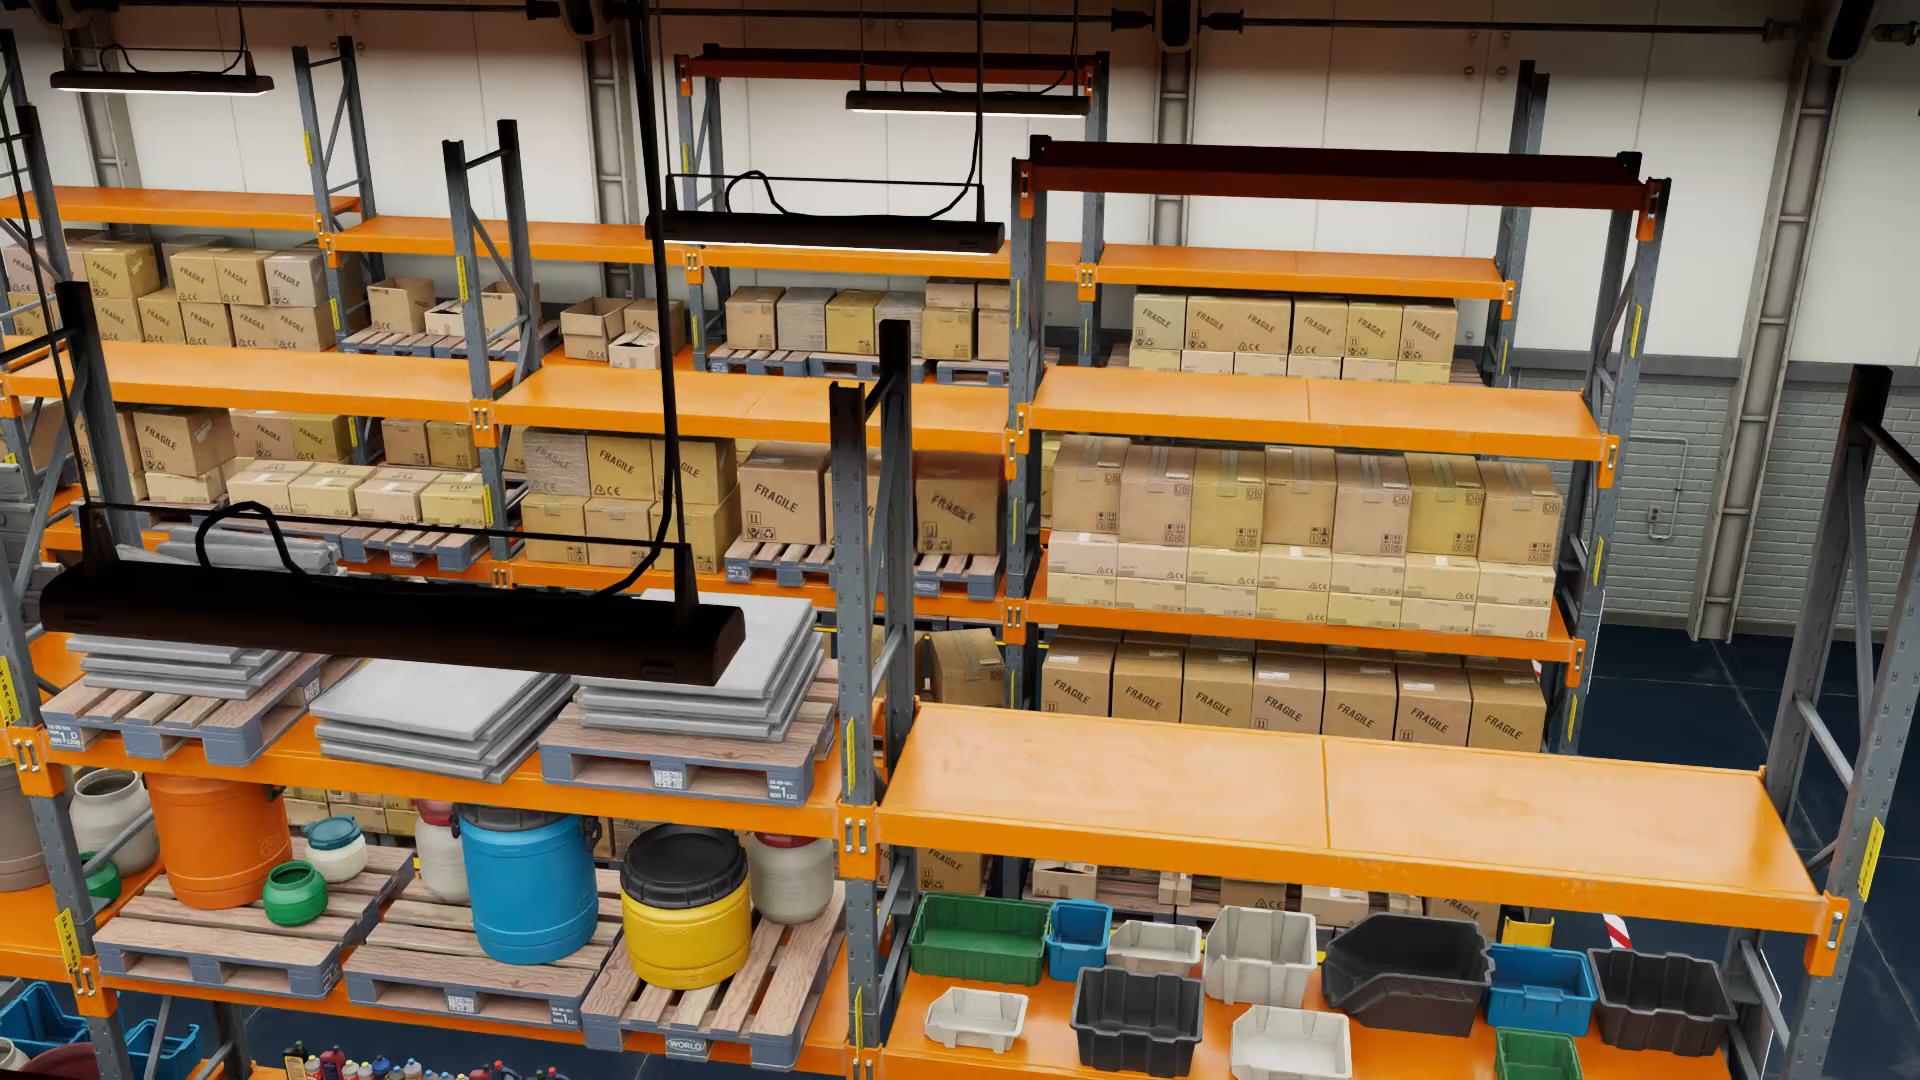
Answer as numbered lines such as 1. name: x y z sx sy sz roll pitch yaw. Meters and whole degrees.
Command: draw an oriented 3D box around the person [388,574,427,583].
1. person: -5.659 0.535 16.943 0.934 1.632 0.493 -6 24 -14
